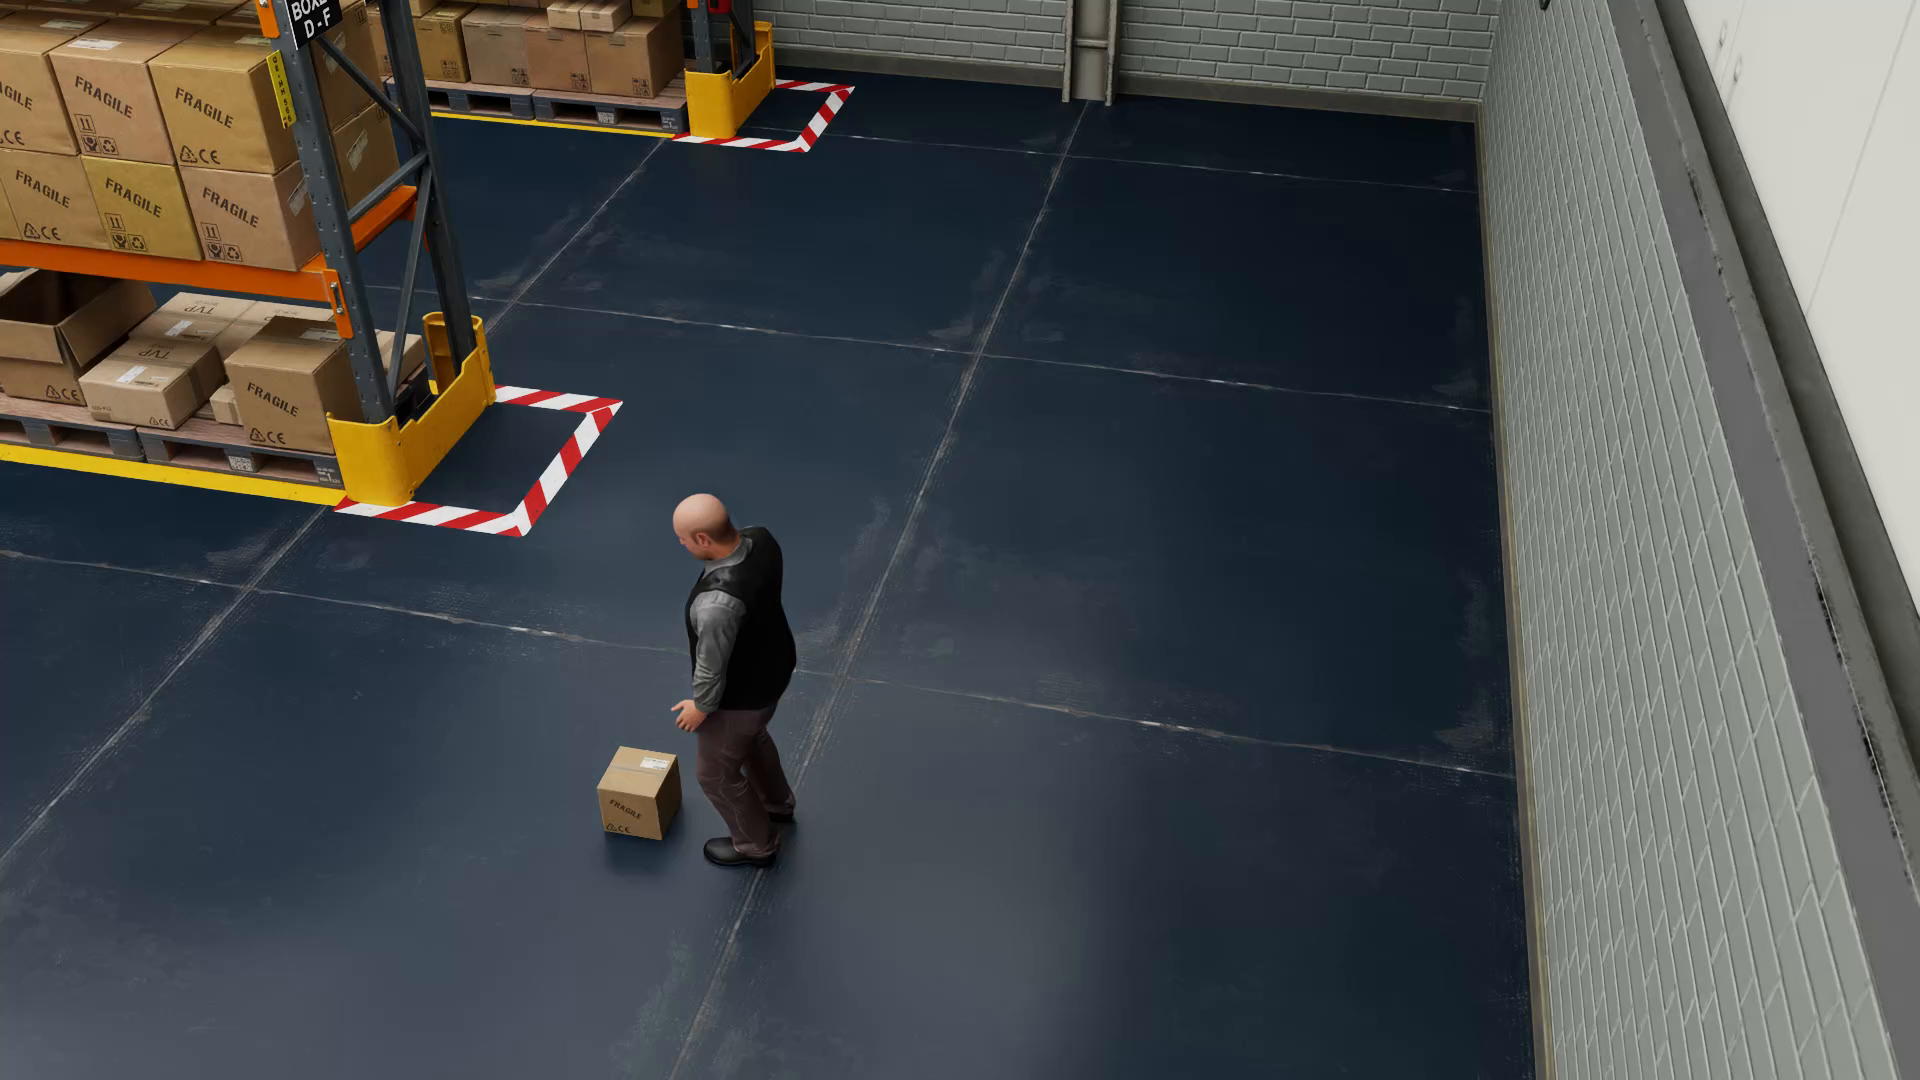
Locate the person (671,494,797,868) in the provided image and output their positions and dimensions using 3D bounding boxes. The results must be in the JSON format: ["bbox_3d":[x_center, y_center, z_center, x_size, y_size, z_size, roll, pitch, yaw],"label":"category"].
[{"bbox_3d":[-0.835,0.546,6.278,0.390,1.693,0.549,8,37,11],"label":"person"}]
